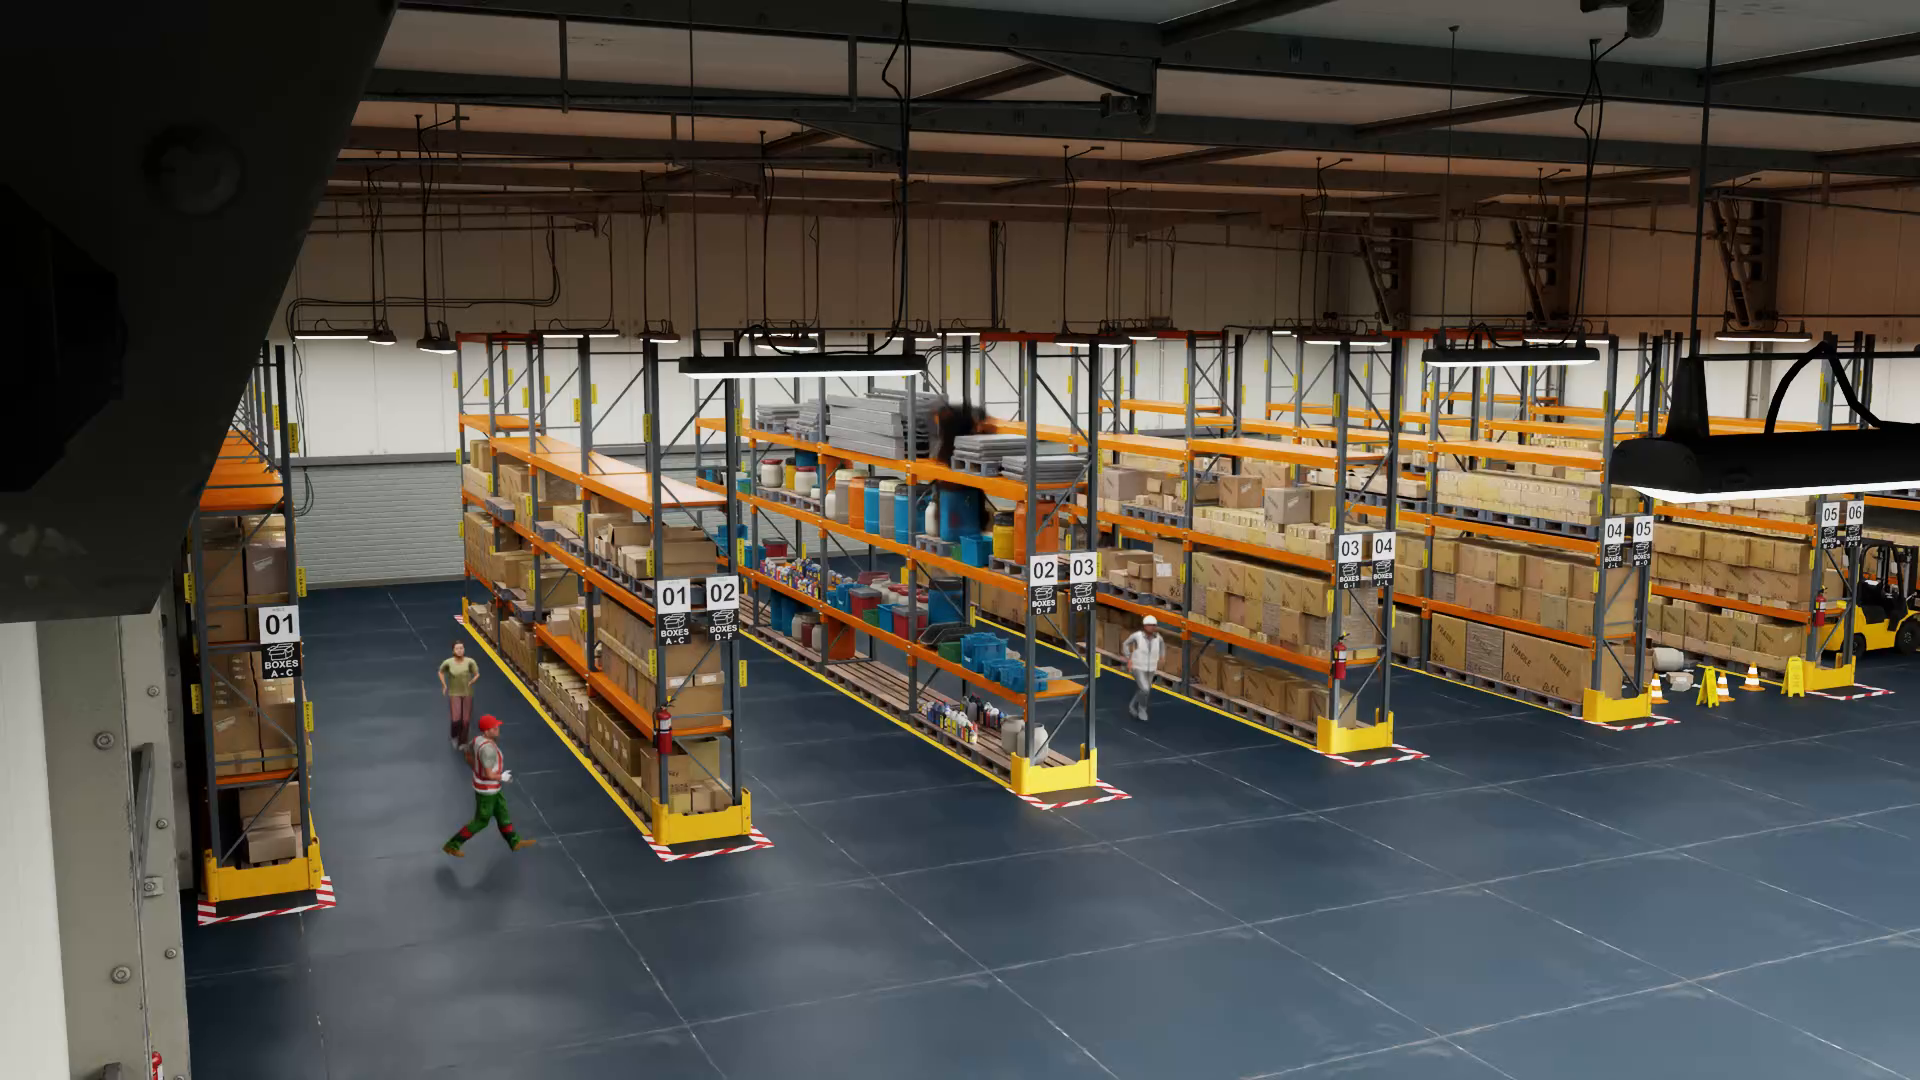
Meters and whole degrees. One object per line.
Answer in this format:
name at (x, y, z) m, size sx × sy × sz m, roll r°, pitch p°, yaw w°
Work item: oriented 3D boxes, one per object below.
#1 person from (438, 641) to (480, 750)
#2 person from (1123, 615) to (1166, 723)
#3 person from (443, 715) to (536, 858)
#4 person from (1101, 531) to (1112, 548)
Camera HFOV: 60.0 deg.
person at (-7.256, 2.276, 24.144) m, size 0.579 × 1.613 × 0.544 m, roll -3°, pitch 8°, yaw -19°
person at (2.897, 1.994, 26.043) m, size 0.632 × 1.706 × 0.881 m, roll -3°, pitch 8°, yaw -21°
person at (-5.437, 2.847, 19.201) m, size 1.079 × 1.728 × 0.720 m, roll -3°, pitch 8°, yaw -23°
person at (3.672, -0.130, 41.866) m, size 0.683 × 1.696 × 0.693 m, roll -5°, pitch 9°, yaw -33°
